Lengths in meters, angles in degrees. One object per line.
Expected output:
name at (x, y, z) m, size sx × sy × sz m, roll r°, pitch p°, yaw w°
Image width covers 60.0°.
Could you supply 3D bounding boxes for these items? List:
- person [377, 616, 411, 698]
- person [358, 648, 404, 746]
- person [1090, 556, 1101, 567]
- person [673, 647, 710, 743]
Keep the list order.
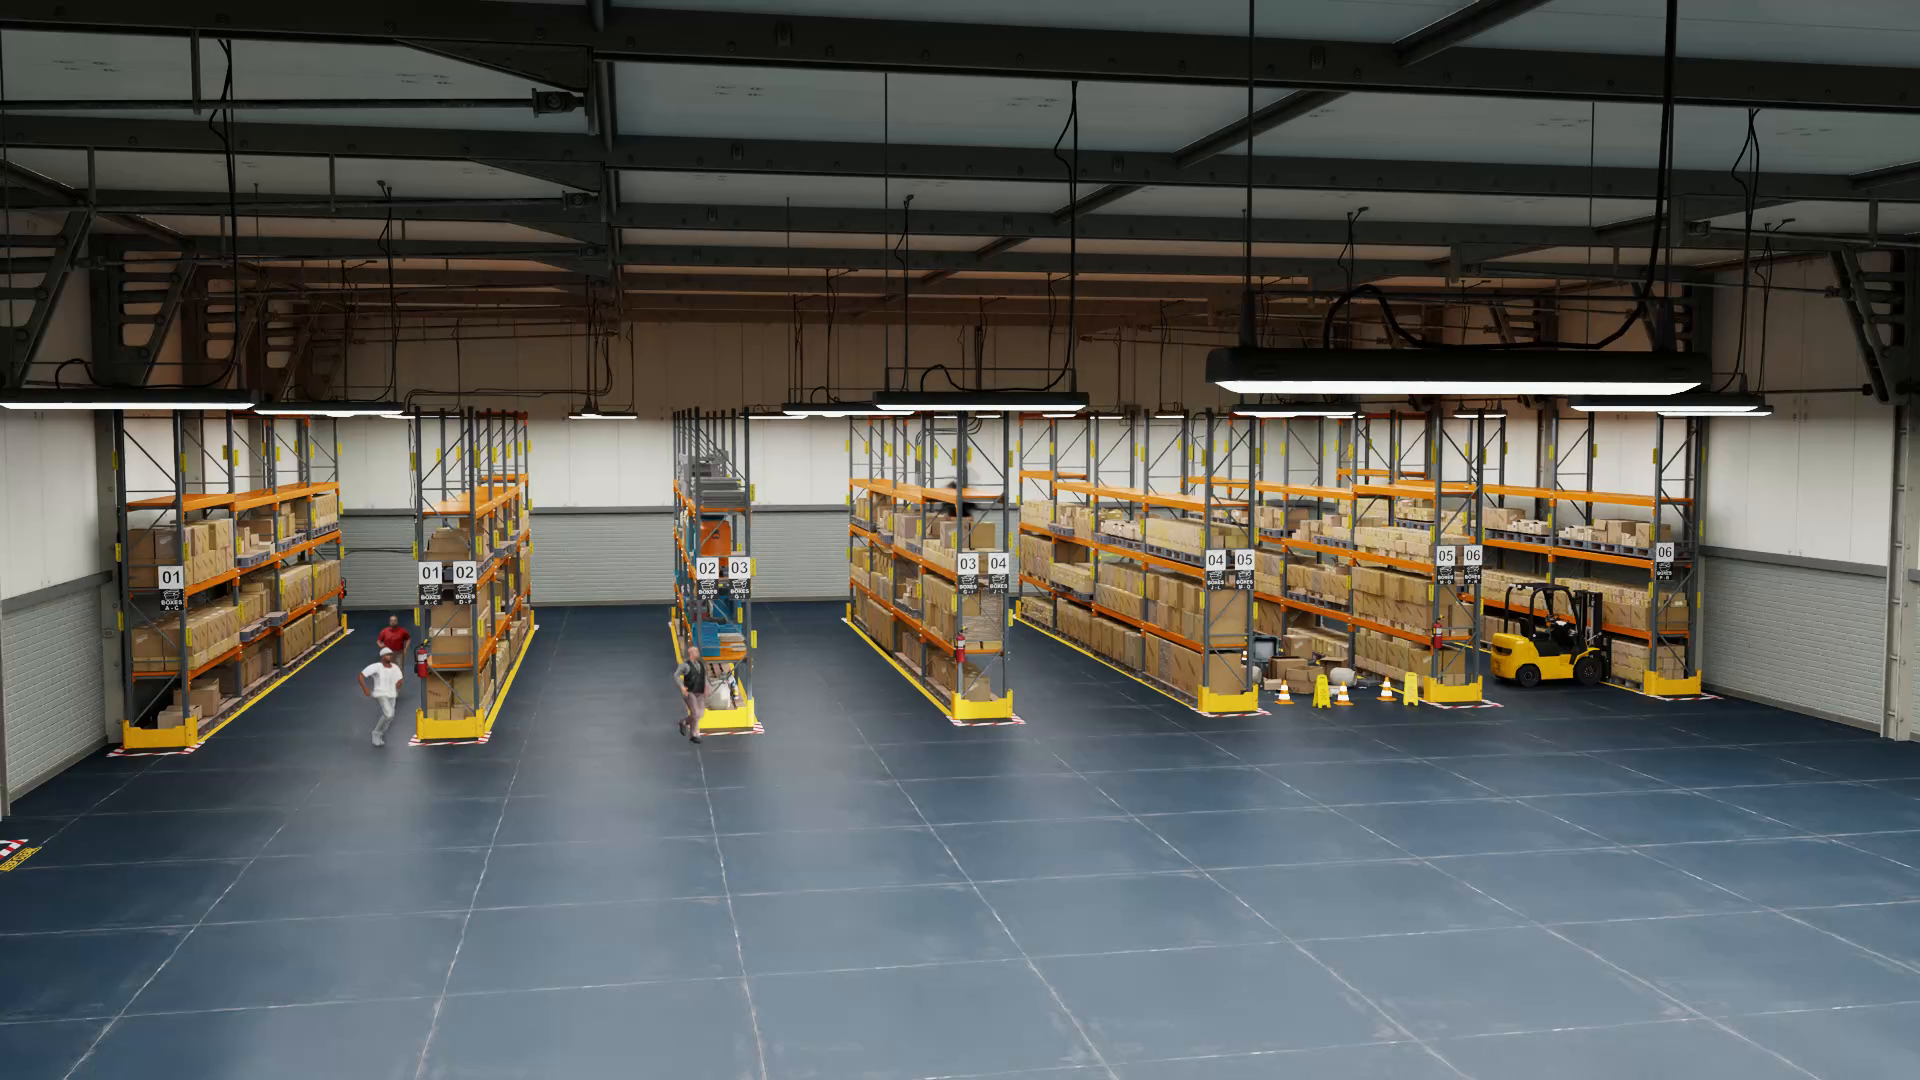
person at (-11.786, 2.416, 34.648) m, size 0.664 × 1.684 × 0.678 m, roll -1°, pitch 4°, yaw -17°
person at (-10.155, 2.765, 29.406) m, size 0.626 × 1.717 × 0.729 m, roll 2°, pitch 5°, yaw 30°
person at (3.932, 1.301, 49.938) m, size 0.687 × 1.757 × 0.664 m, roll -1°, pitch 4°, yaw -16°
person at (-4.787, 2.769, 29.890) m, size 0.658 × 1.692 × 0.700 m, roll 3°, pitch 5°, yaw 40°
